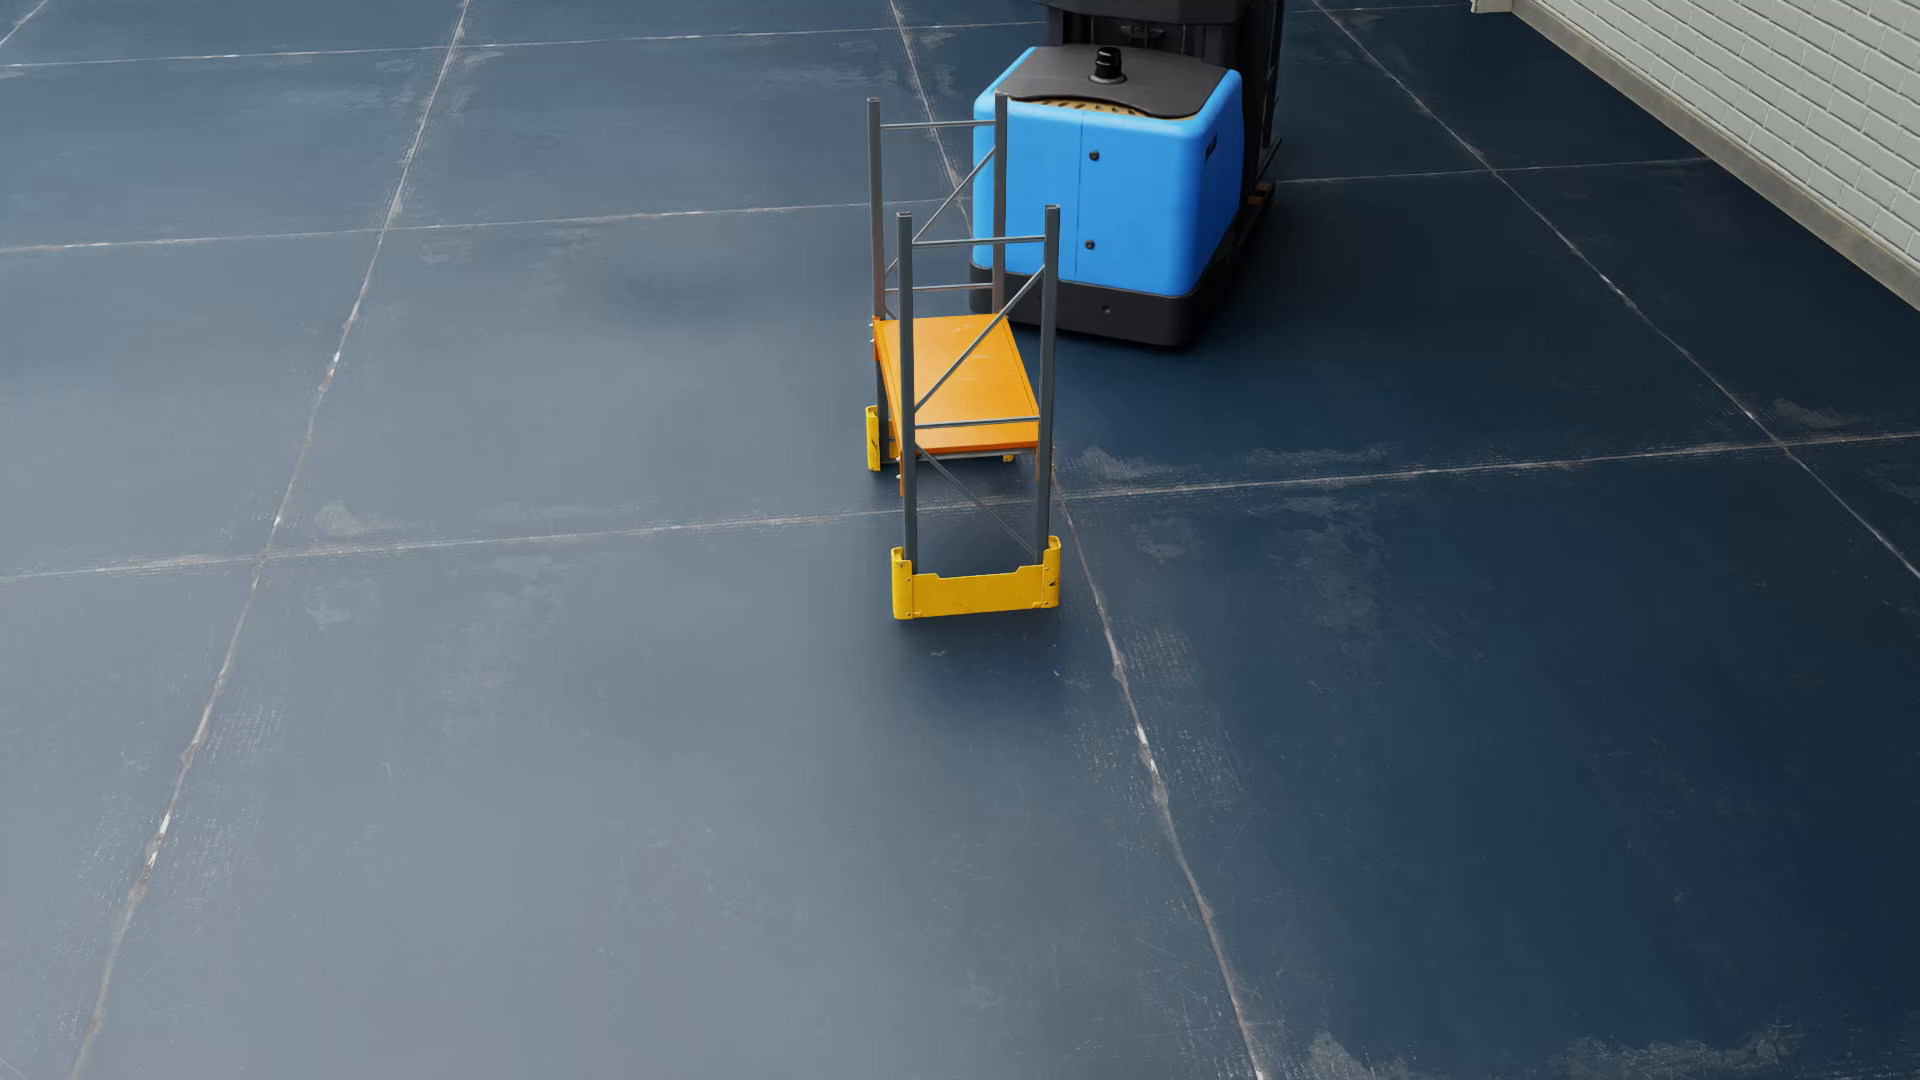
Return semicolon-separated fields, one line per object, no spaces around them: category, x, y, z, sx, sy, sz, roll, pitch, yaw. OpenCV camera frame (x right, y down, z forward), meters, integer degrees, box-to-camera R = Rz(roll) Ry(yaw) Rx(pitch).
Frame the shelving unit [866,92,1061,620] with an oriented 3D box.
shelving unit;-0.010;-0.662;5.890;0.587;1.500;1.083;-4;35;-6

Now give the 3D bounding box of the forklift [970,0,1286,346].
forklift;1.023;-2.897;7.898;1.130;2.935;3.031;12;36;16

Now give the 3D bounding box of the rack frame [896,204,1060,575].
rack frame;0.057;-0.384;5.481;0.500;1.500;0.032;-4;35;-6

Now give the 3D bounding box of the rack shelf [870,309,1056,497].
rack shelf;-0.011;-0.519;5.999;0.538;0.185;1.000;-4;35;-6

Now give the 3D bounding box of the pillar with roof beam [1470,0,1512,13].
pillar with roof beam;-0.530;-7.219;8.852;9.100;9.000;0.400;-4;35;-6

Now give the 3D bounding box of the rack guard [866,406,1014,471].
rack guard;-0.077;-0.424;6.650;0.587;0.250;0.087;-4;35;-6

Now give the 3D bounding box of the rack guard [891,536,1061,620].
rack guard;0.057;0.132;5.834;0.587;0.250;0.087;-4;35;-6

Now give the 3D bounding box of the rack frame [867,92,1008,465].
rack frame;-0.080;-0.951;6.314;0.500;1.500;0.032;-4;35;-6
